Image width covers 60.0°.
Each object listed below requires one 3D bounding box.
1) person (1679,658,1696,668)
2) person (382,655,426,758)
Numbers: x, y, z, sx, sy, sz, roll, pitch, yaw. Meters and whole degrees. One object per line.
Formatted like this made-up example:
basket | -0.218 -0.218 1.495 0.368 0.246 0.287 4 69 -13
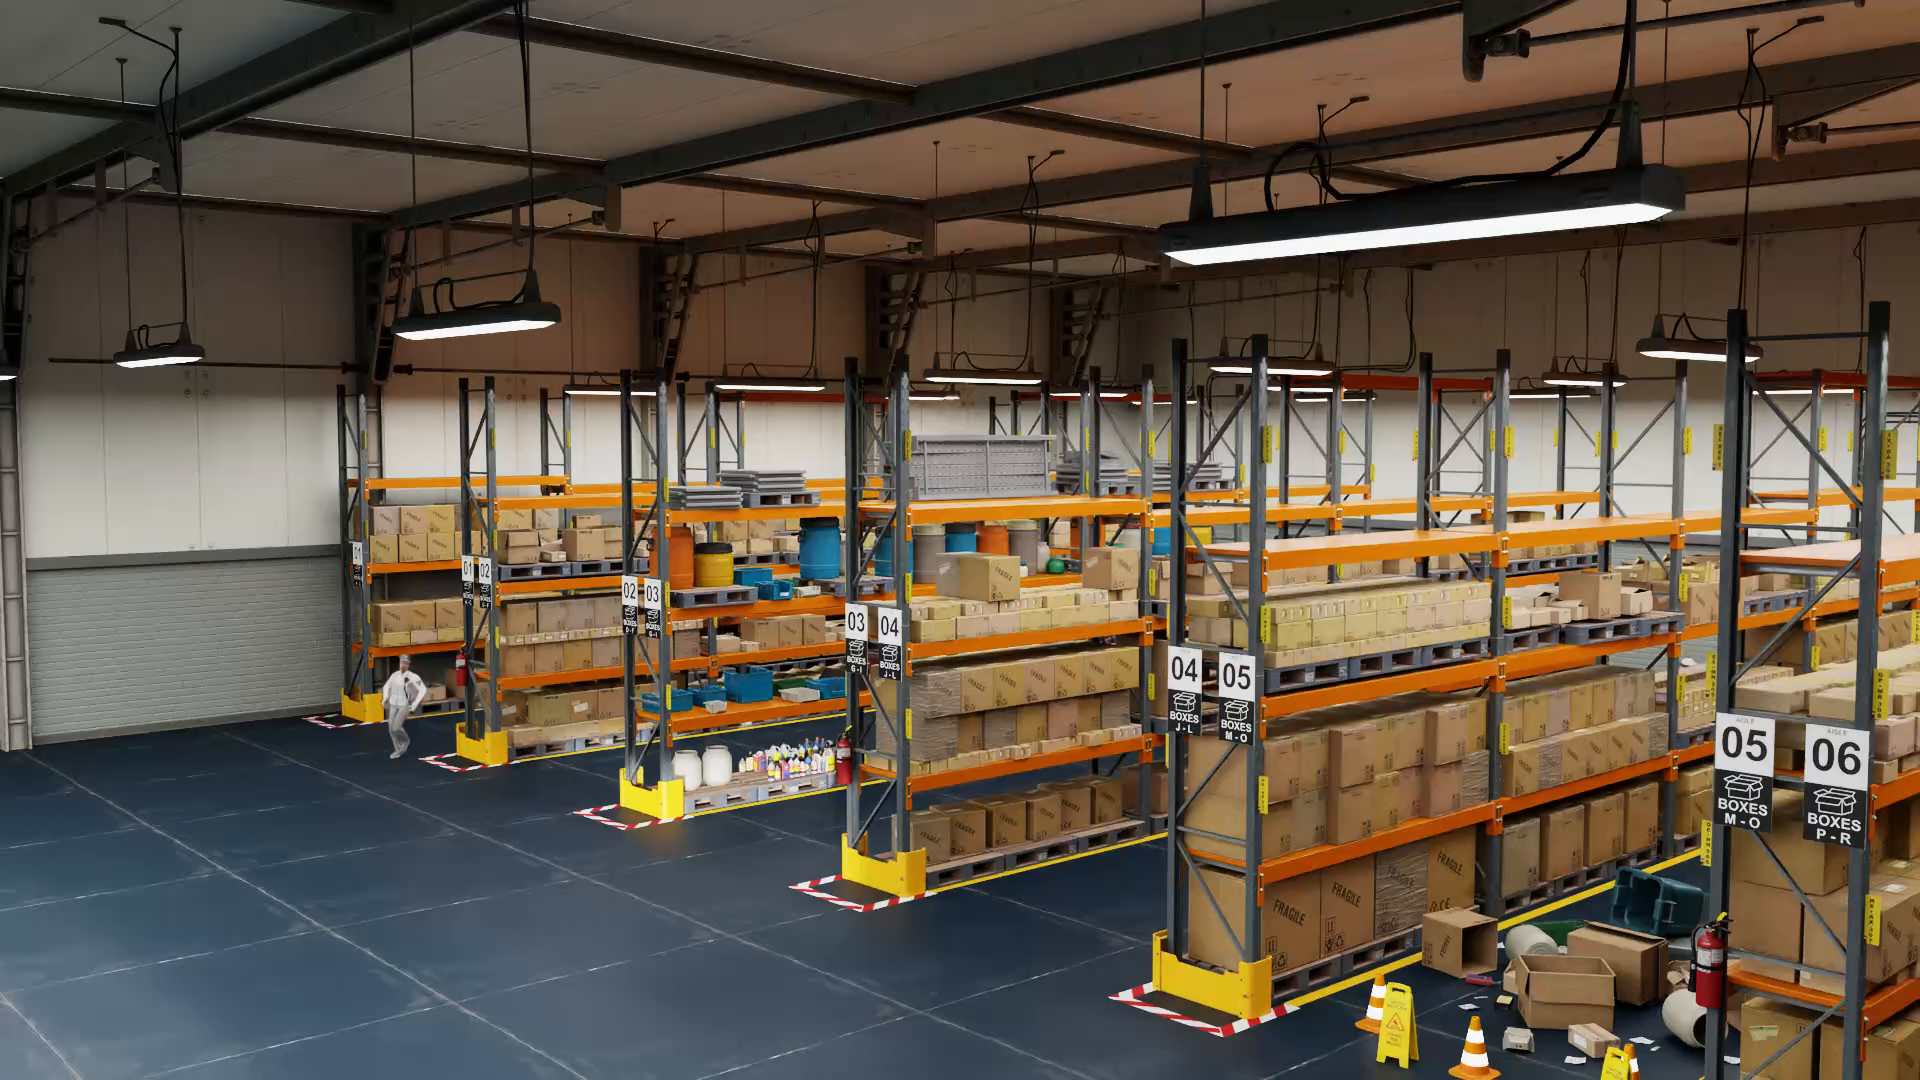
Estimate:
person | 10.917 2.644 25.018 0.645 1.744 0.639 -3 5 -39
person | -8.813 2.628 26.219 0.689 1.649 0.471 1 4 14
